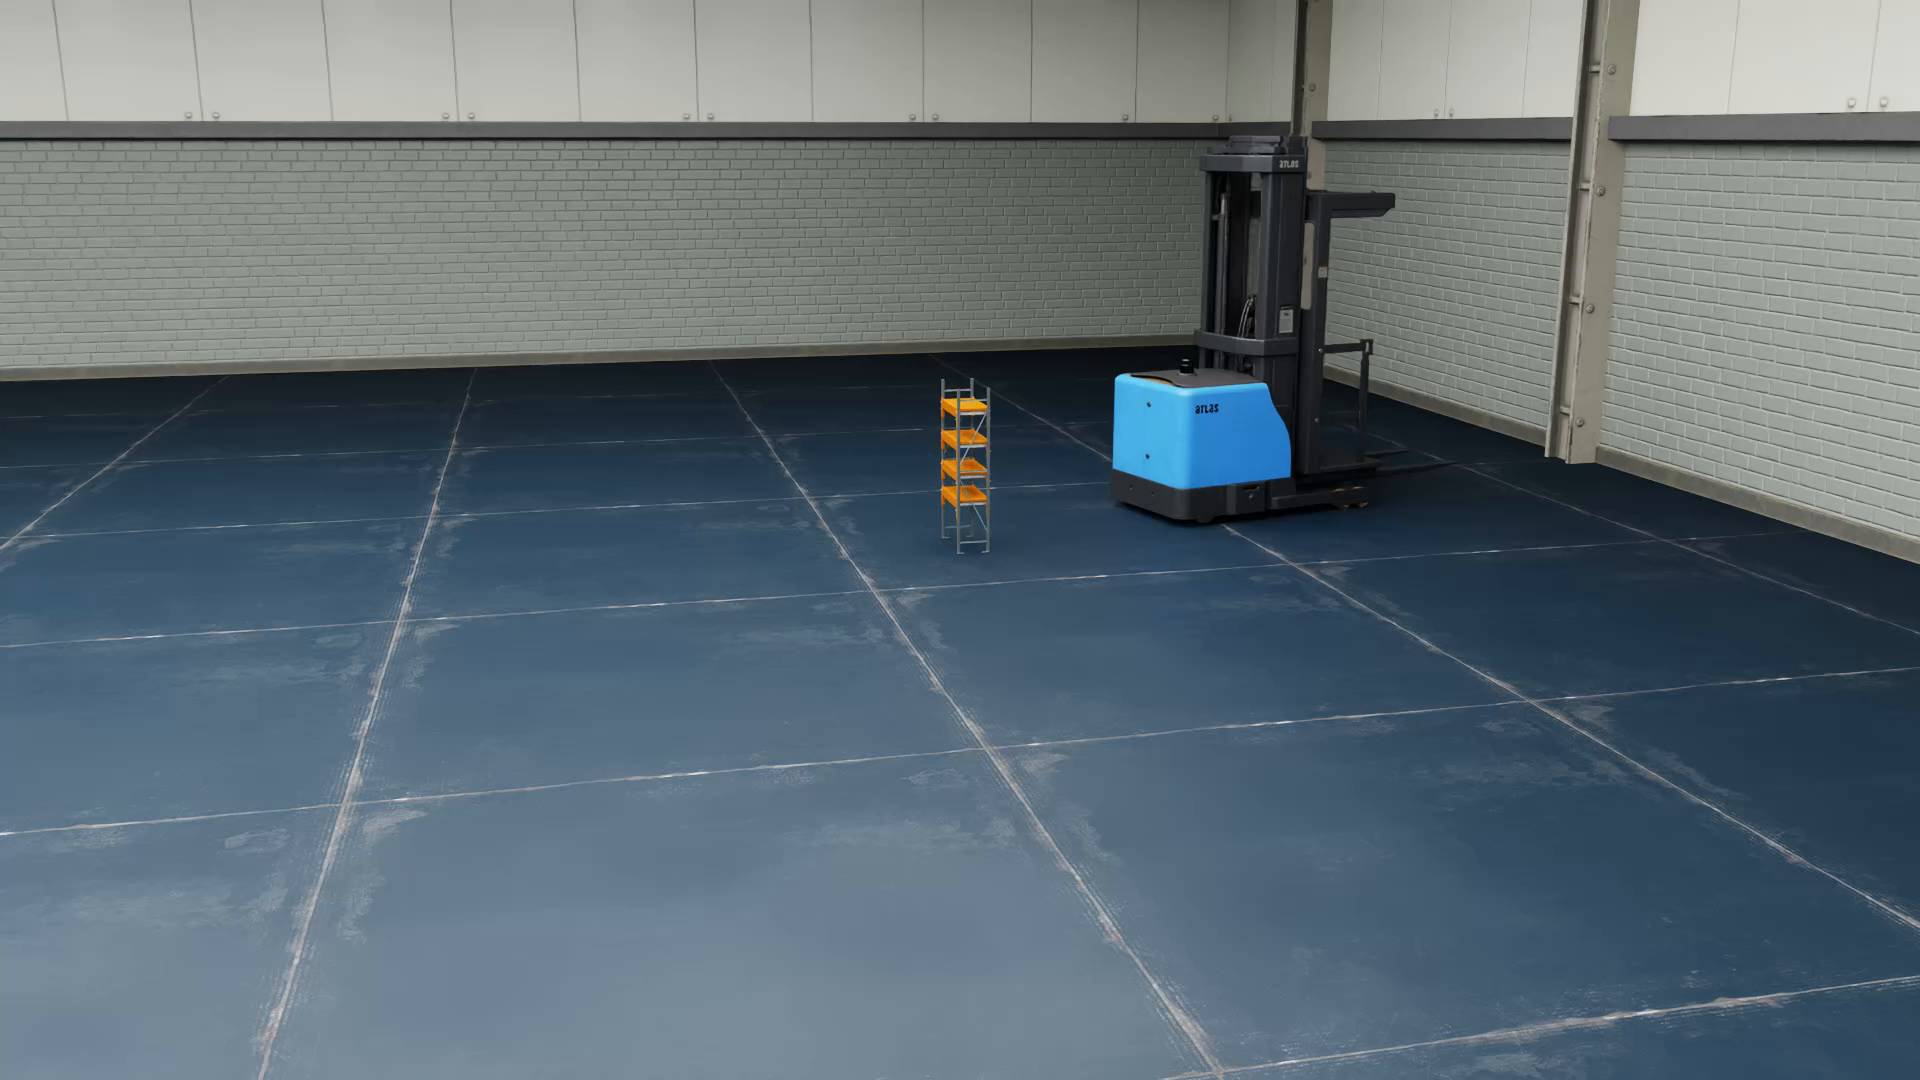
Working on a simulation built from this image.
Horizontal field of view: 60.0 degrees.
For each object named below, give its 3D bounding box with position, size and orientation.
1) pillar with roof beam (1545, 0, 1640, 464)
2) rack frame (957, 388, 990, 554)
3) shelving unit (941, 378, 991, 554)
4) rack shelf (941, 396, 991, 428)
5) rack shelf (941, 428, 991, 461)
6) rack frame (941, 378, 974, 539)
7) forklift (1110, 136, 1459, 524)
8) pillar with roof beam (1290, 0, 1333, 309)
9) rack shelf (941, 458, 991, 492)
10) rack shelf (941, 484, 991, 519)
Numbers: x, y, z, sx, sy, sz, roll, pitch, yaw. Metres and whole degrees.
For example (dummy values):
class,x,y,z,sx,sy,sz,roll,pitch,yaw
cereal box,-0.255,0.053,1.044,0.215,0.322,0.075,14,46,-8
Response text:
class,x,y,z,sx,sy,sz,roll,pitch,yaw
pillar with roof beam,1.515,-4.886,13.466,9.100,9.000,0.400,-3,14,-13
rack frame,0.096,-0.488,11.898,0.240,1.200,0.015,-3,14,-13
shelving unit,0.039,-0.545,12.128,0.258,1.200,0.503,-3,14,-13
rack shelf,0.039,-0.926,12.035,0.258,0.148,0.480,-3,14,-13
rack shelf,0.039,-0.697,12.091,0.258,0.148,0.480,-3,14,-13
rack frame,-0.018,-0.601,12.359,0.240,1.200,0.015,-3,14,-13
forklift,2.775,-1.776,13.522,3.031,2.935,1.130,-7,15,-27
pillar with roof beam,0.106,-6.270,19.132,9.100,9.000,0.400,-3,14,-13
rack shelf,0.039,-0.479,12.144,0.258,0.148,0.480,-3,14,-13
rack shelf,0.039,-0.286,12.191,0.258,0.148,0.480,-3,14,-13
